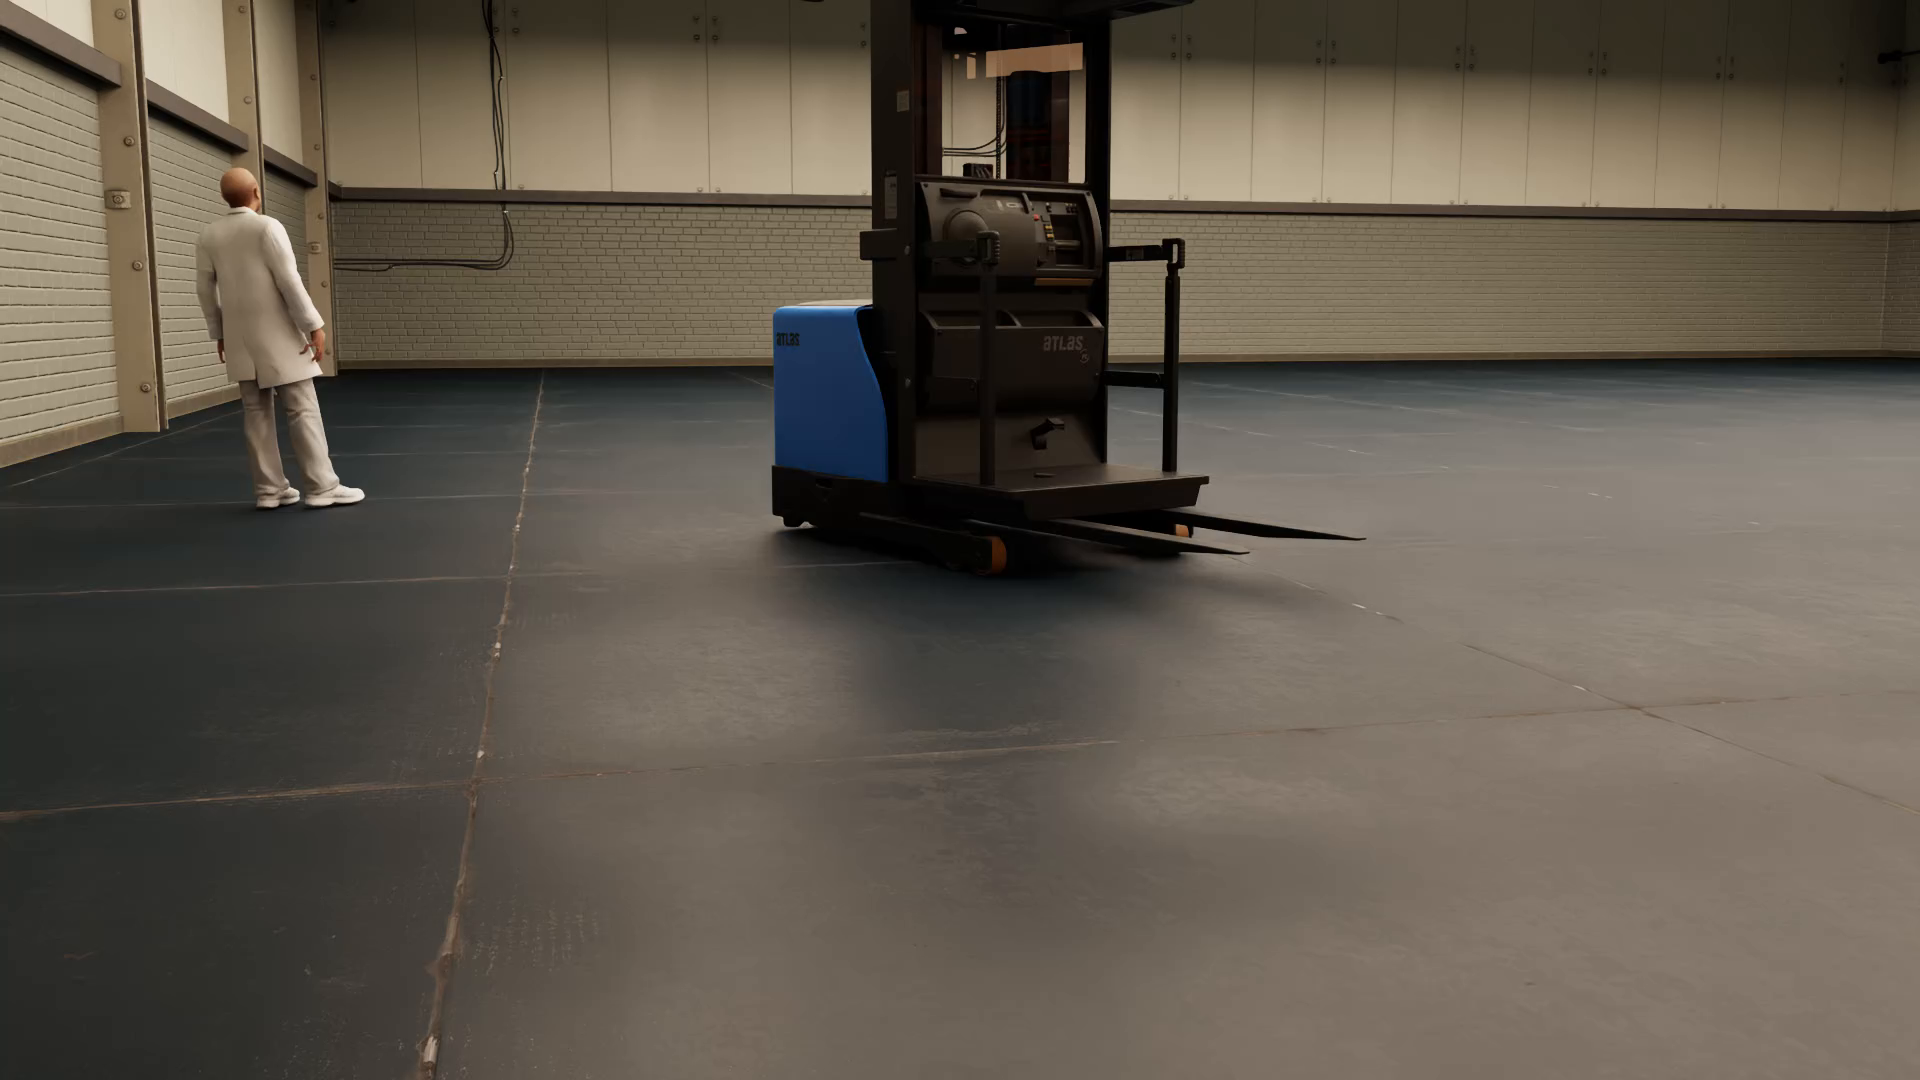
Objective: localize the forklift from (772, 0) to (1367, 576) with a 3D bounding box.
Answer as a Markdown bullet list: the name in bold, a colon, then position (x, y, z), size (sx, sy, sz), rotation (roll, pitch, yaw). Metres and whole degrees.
- **forklift**: position (0.355, -1.383, 7.015), size (1.130, 2.935, 3.031), rotation (-6, 10, -35)

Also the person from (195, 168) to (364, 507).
- **person**: position (-3.651, -1.068, 8.870), size (0.694, 1.776, 0.583), rotation (2, 8, 16)
